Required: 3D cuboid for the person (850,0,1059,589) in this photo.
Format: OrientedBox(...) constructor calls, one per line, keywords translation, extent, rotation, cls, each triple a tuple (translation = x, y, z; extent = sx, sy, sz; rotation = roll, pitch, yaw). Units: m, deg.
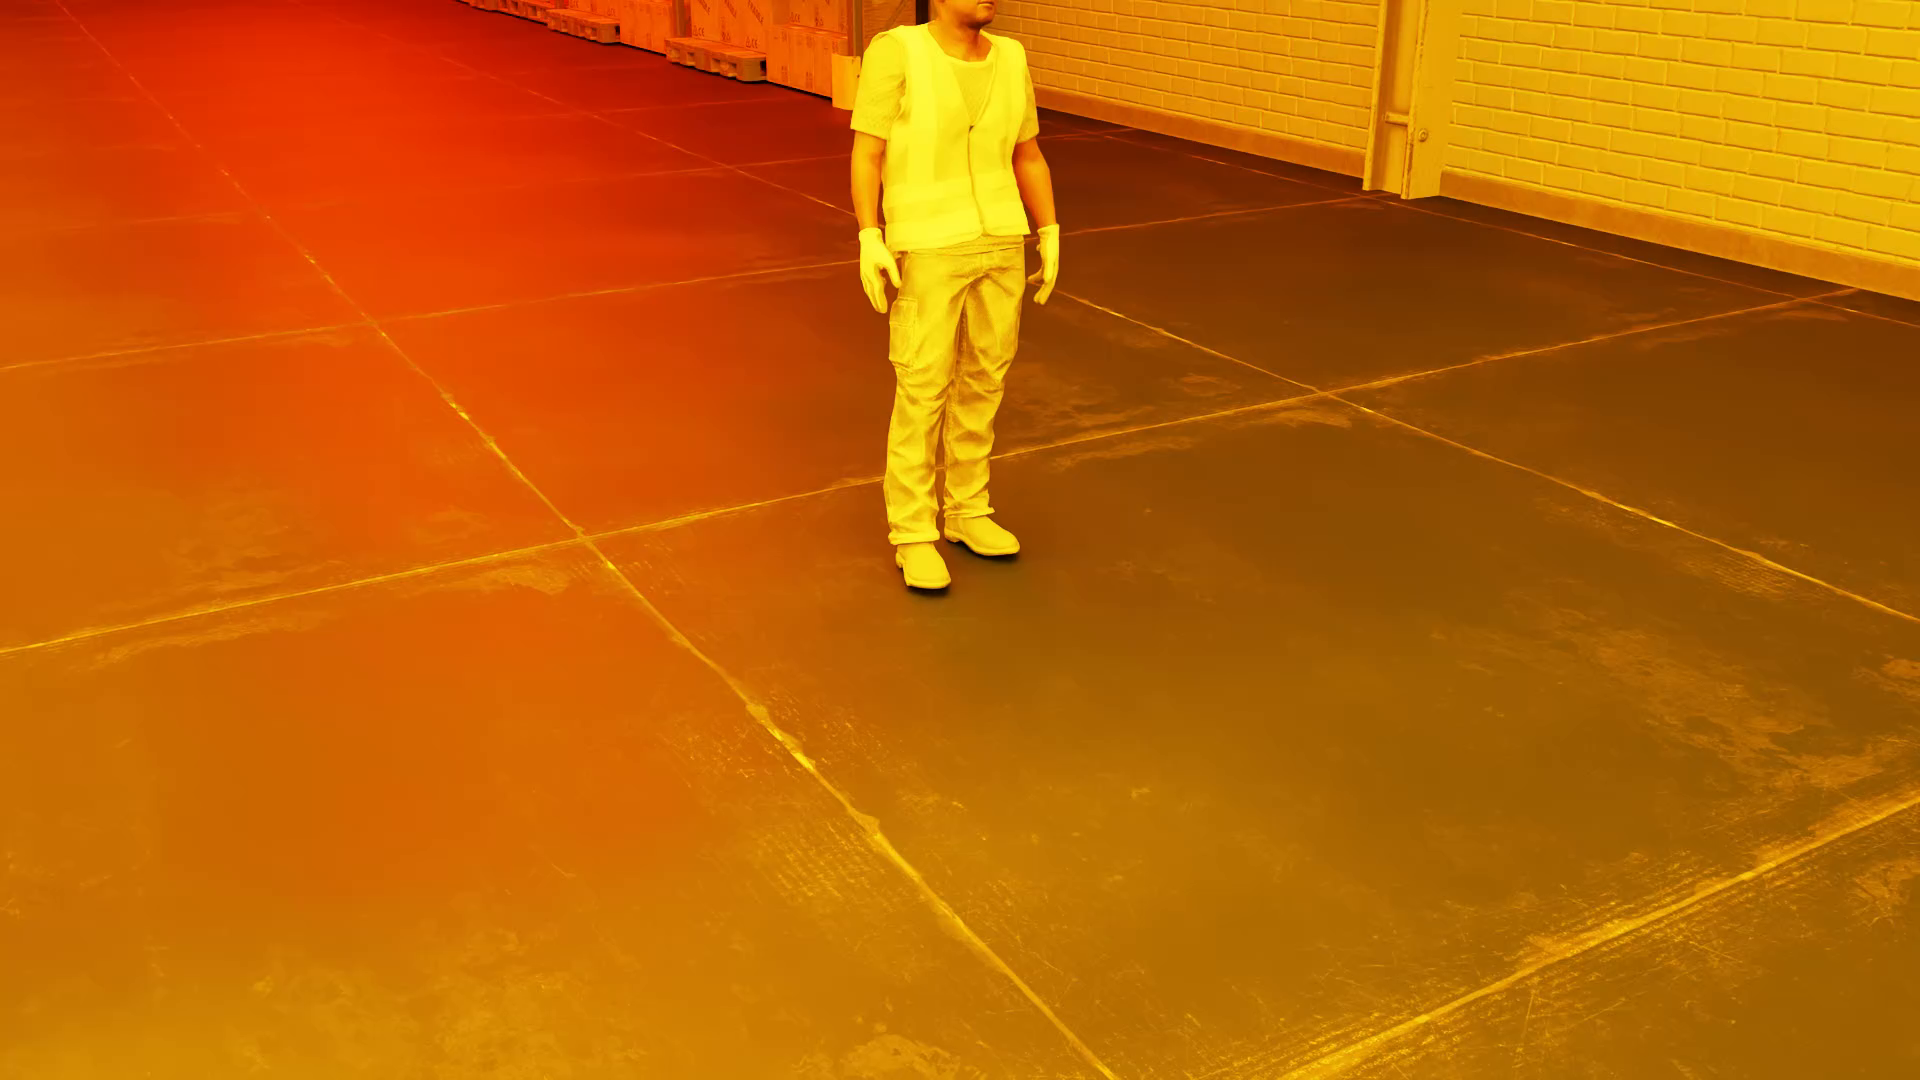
OrientedBox(translation=(0.029, -0.806, 4.731), extent=(0.657, 1.785, 0.575), rotation=(-12, 25, -28), cls="person")
